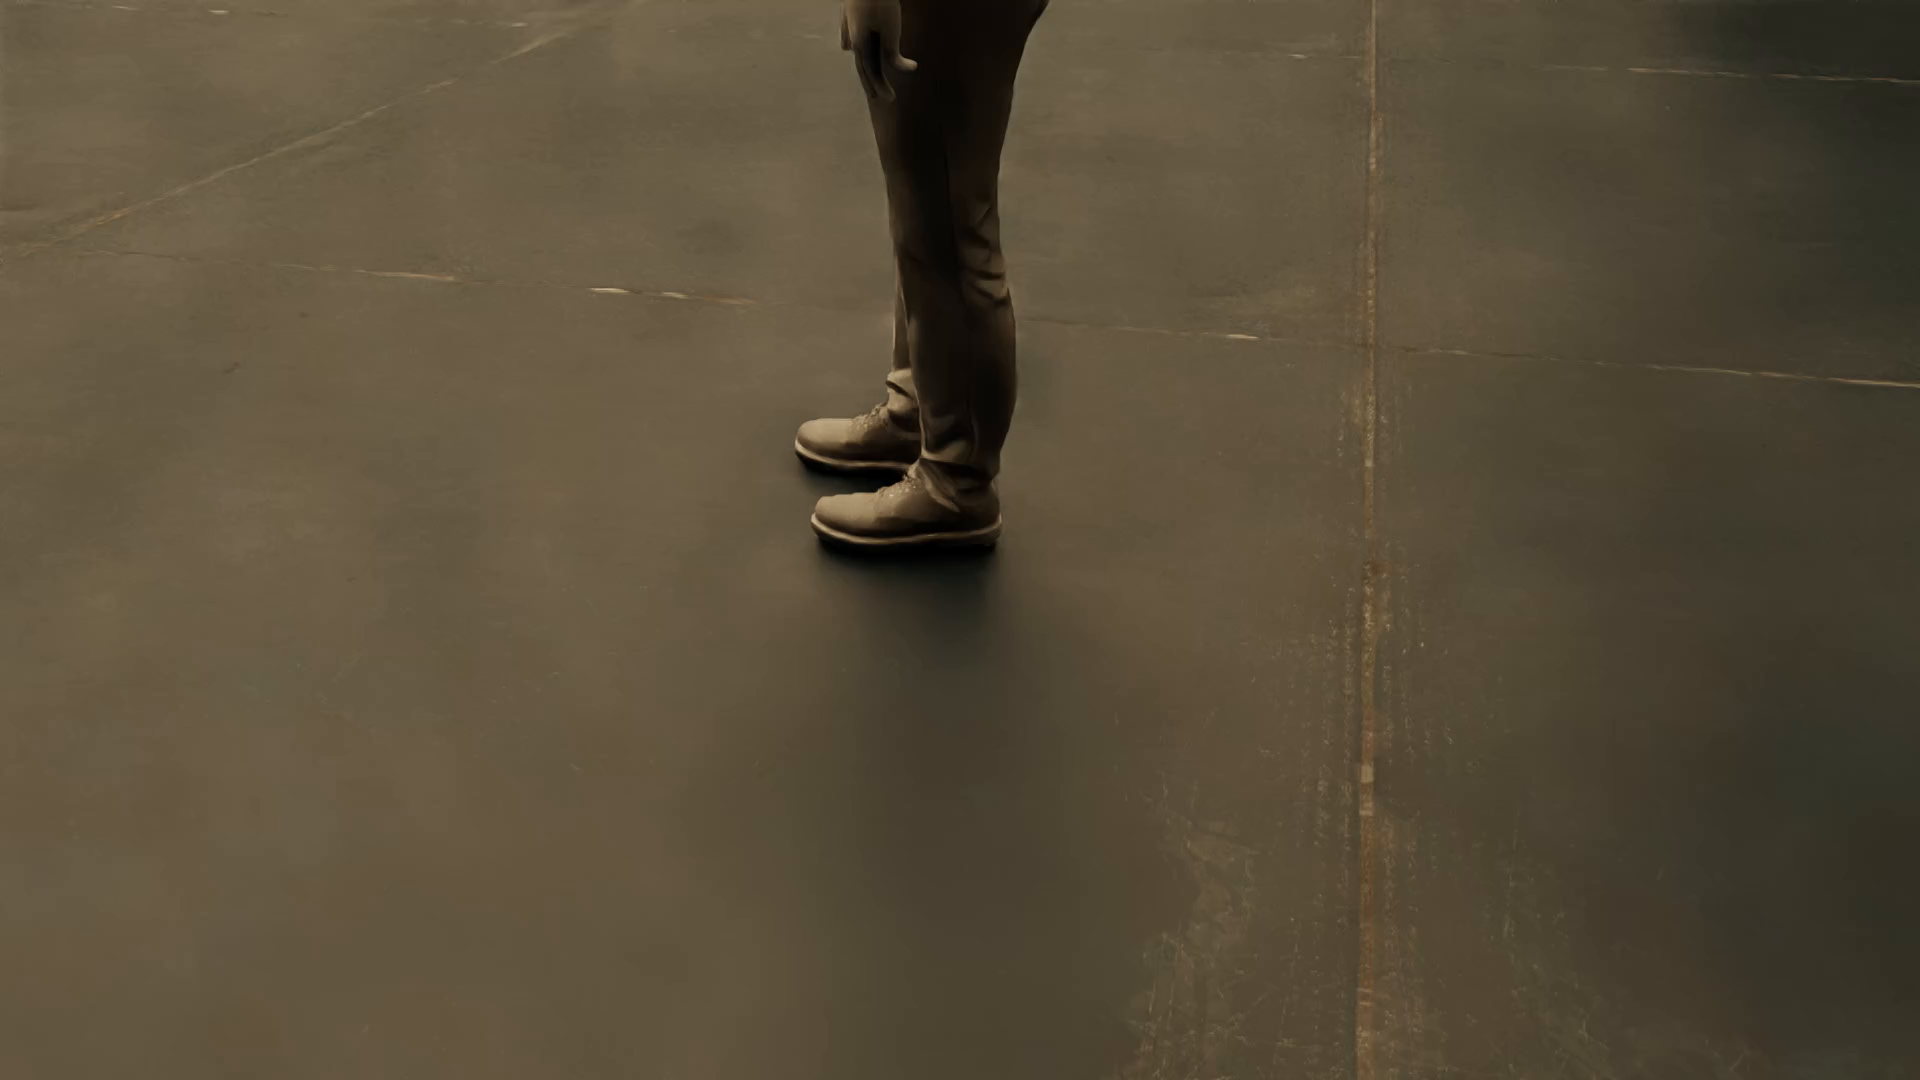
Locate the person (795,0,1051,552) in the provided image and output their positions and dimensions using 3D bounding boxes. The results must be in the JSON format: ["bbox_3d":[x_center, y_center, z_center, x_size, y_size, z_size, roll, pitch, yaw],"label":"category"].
[{"bbox_3d":[-0.064,-0.773,2.135,0.532,1.695,0.586,6,27,11],"label":"person"}]
